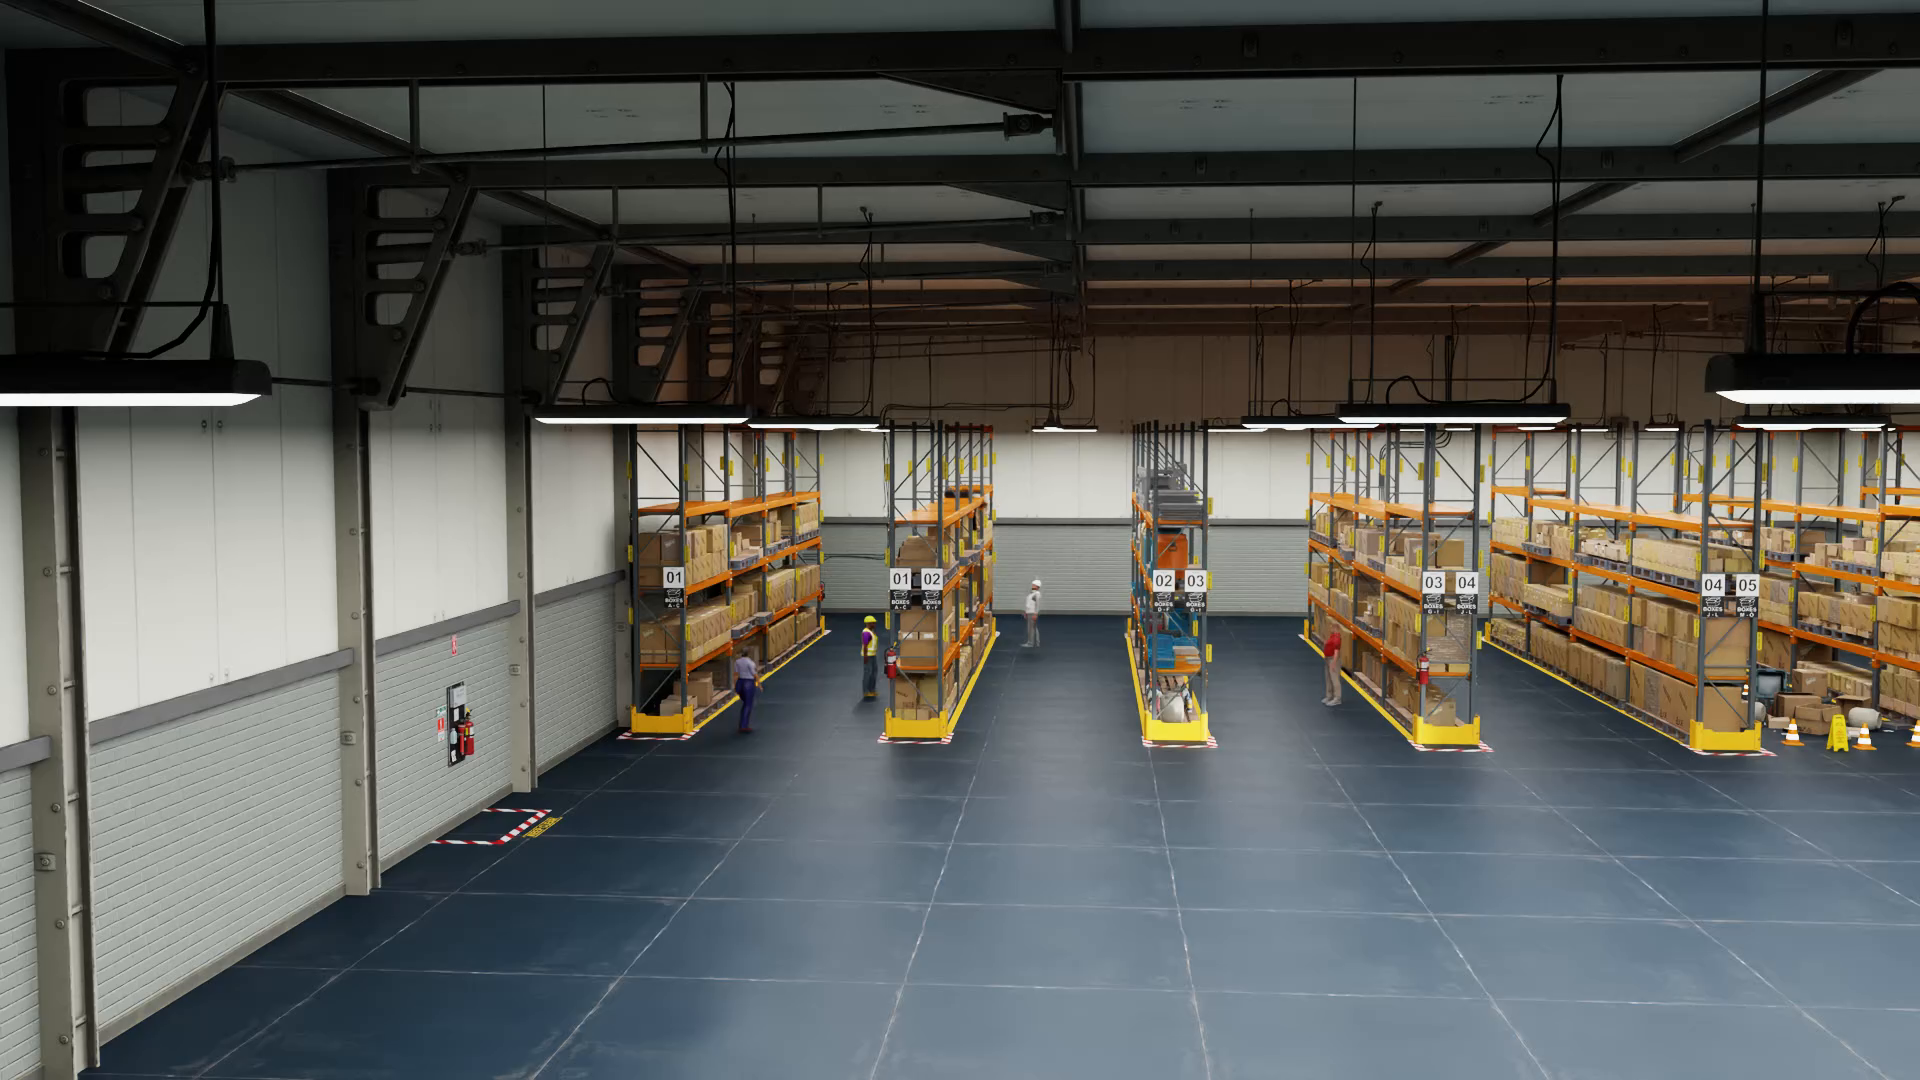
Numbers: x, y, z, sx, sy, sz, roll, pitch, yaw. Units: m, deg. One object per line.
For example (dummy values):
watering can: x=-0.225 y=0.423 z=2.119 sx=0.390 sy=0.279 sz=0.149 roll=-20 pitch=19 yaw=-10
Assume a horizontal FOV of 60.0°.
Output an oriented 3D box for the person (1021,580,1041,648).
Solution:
person: x=1.861 y=1.933 z=43.656 sx=0.518 sy=1.756 sz=0.558 roll=0 pitch=4 yaw=1

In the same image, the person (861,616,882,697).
person: x=-1.950 y=2.563 z=36.335 sx=0.407 sy=1.805 sz=0.647 roll=1 pitch=4 yaw=11

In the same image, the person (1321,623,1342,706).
person: x=7.925 y=2.621 z=35.387 sx=0.419 sy=1.727 sz=0.587 roll=0 pitch=4 yaw=-6

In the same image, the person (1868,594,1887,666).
person: x=22.808 y=2.230 z=41.202 sx=0.463 sy=1.791 sz=0.658 roll=3 pitch=5 yaw=39

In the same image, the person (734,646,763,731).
person: x=-4.096 y=2.879 z=32.083 sx=0.513 sy=1.685 sz=0.487 roll=3 pitch=5 yaw=39
